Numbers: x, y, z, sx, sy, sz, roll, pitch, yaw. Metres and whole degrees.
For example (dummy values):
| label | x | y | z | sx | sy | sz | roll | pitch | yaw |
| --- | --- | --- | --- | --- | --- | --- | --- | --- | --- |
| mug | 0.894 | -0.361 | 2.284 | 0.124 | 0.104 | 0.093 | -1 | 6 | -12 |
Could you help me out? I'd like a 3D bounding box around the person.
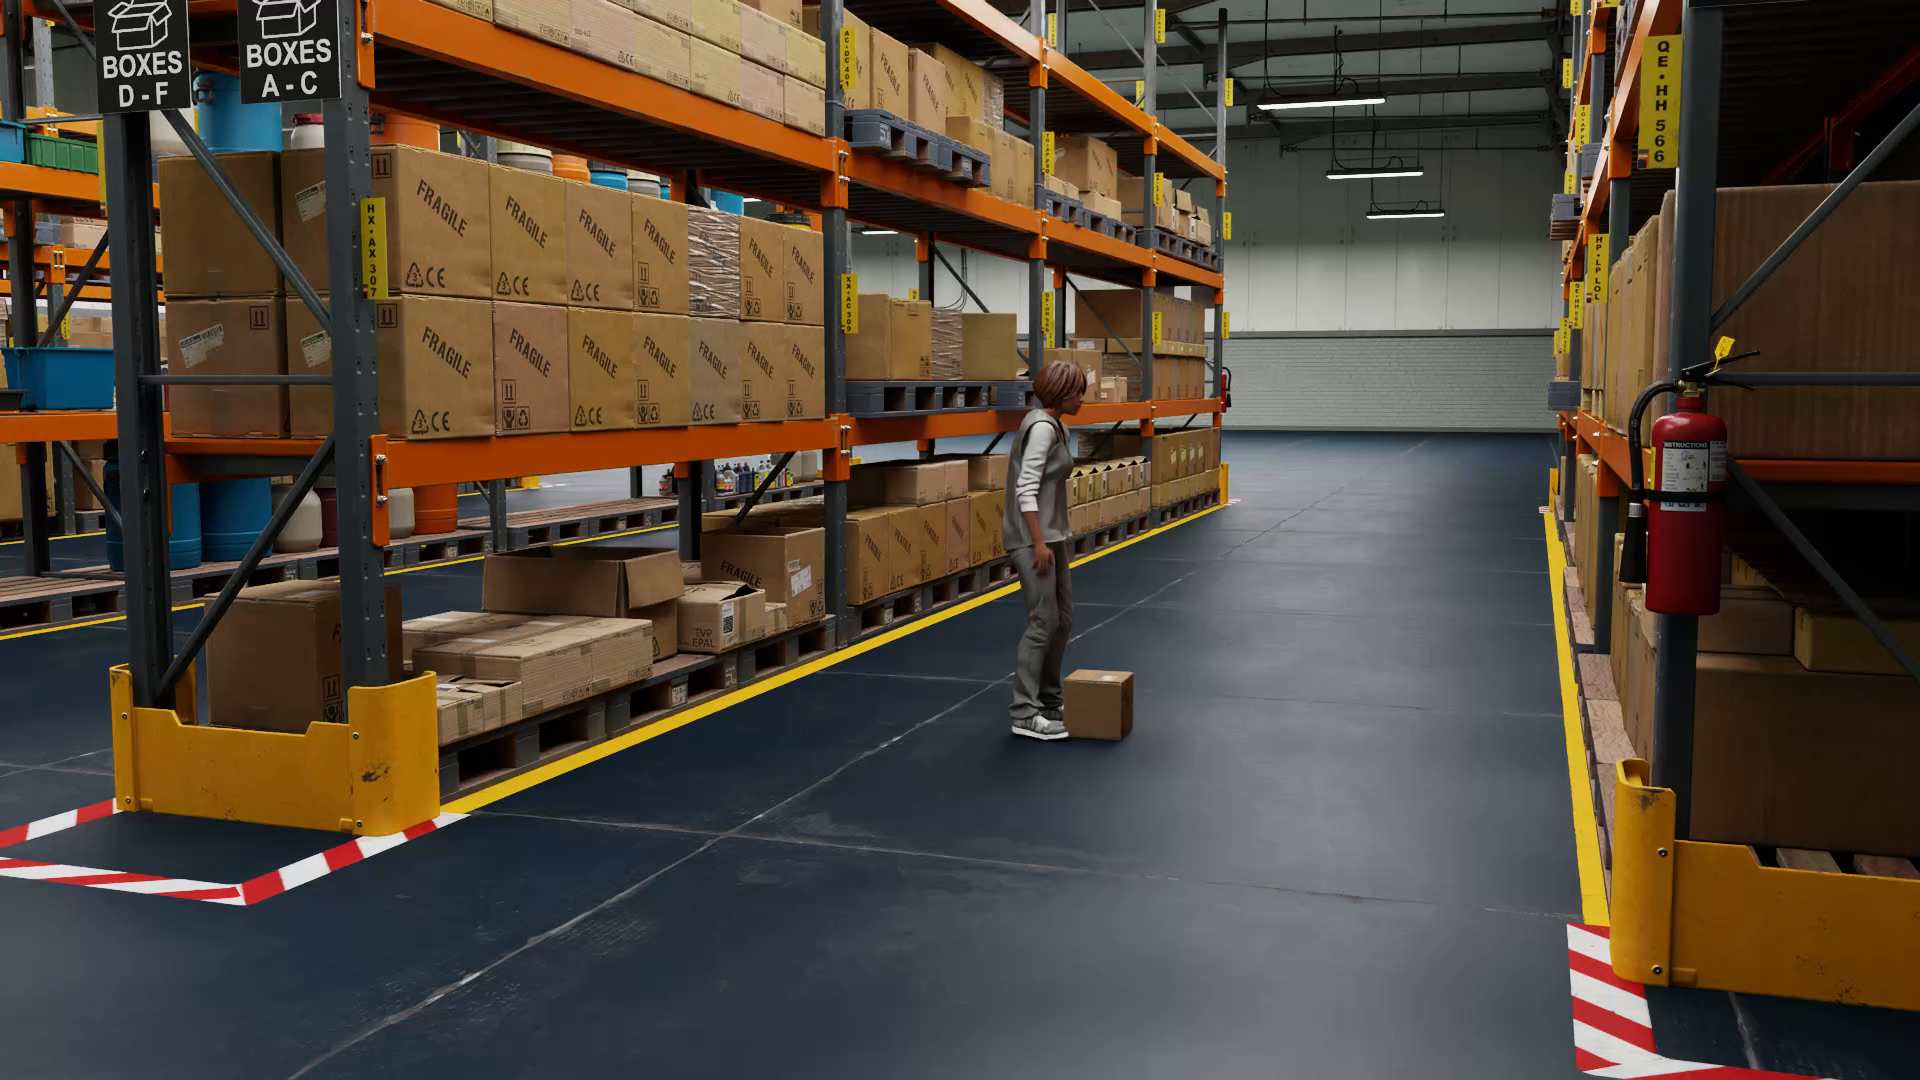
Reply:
| label | x | y | z | sx | sy | sz | roll | pitch | yaw |
| --- | --- | --- | --- | --- | --- | --- | --- | --- | --- |
| person | 0.374 | 0.031 | 7.137 | 0.377 | 1.591 | 0.480 | 1 | 6 | 15 |
